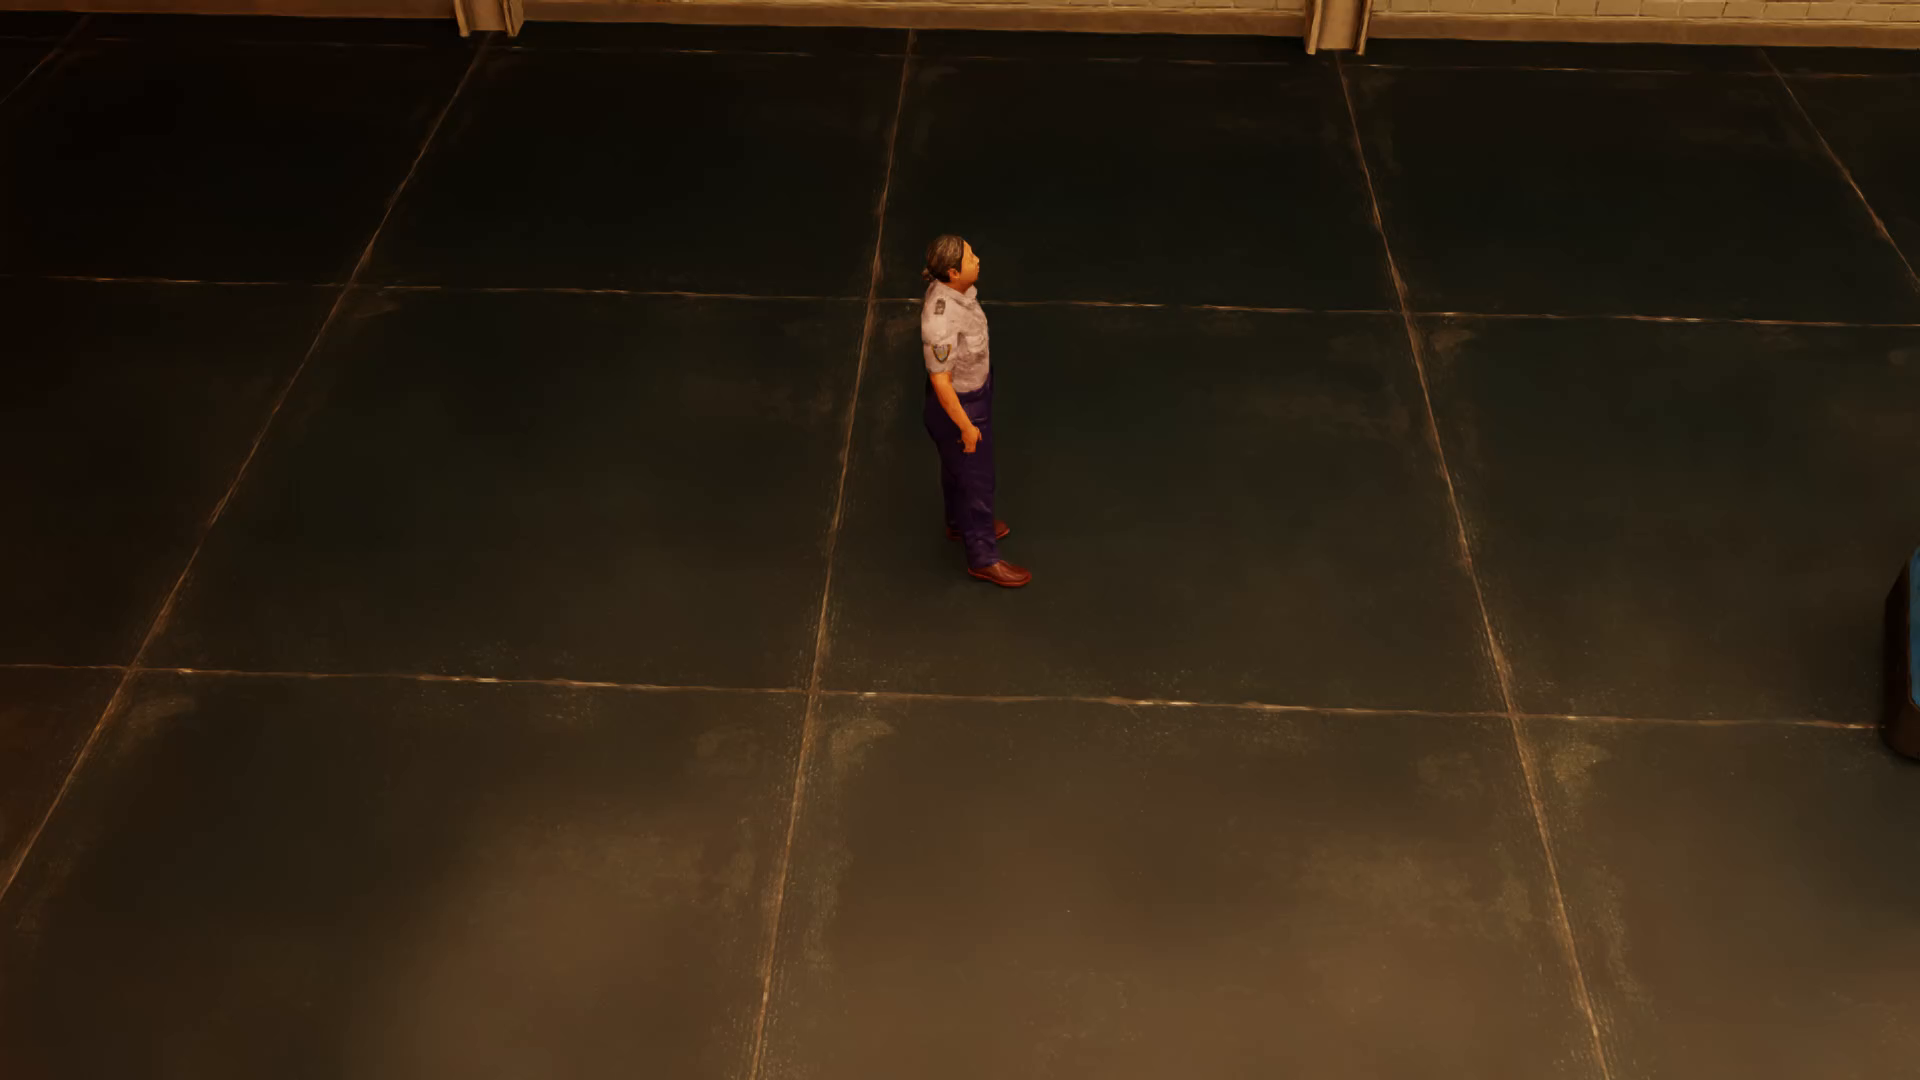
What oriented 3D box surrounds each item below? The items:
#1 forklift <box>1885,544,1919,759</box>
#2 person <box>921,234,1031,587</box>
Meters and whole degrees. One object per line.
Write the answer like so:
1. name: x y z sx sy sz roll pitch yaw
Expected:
1. forklift: 5.417 -0.098 5.850 3.031 2.935 1.130 16 45 16
2. person: 0.089 -0.591 7.340 0.502 1.637 0.599 2 42 2
